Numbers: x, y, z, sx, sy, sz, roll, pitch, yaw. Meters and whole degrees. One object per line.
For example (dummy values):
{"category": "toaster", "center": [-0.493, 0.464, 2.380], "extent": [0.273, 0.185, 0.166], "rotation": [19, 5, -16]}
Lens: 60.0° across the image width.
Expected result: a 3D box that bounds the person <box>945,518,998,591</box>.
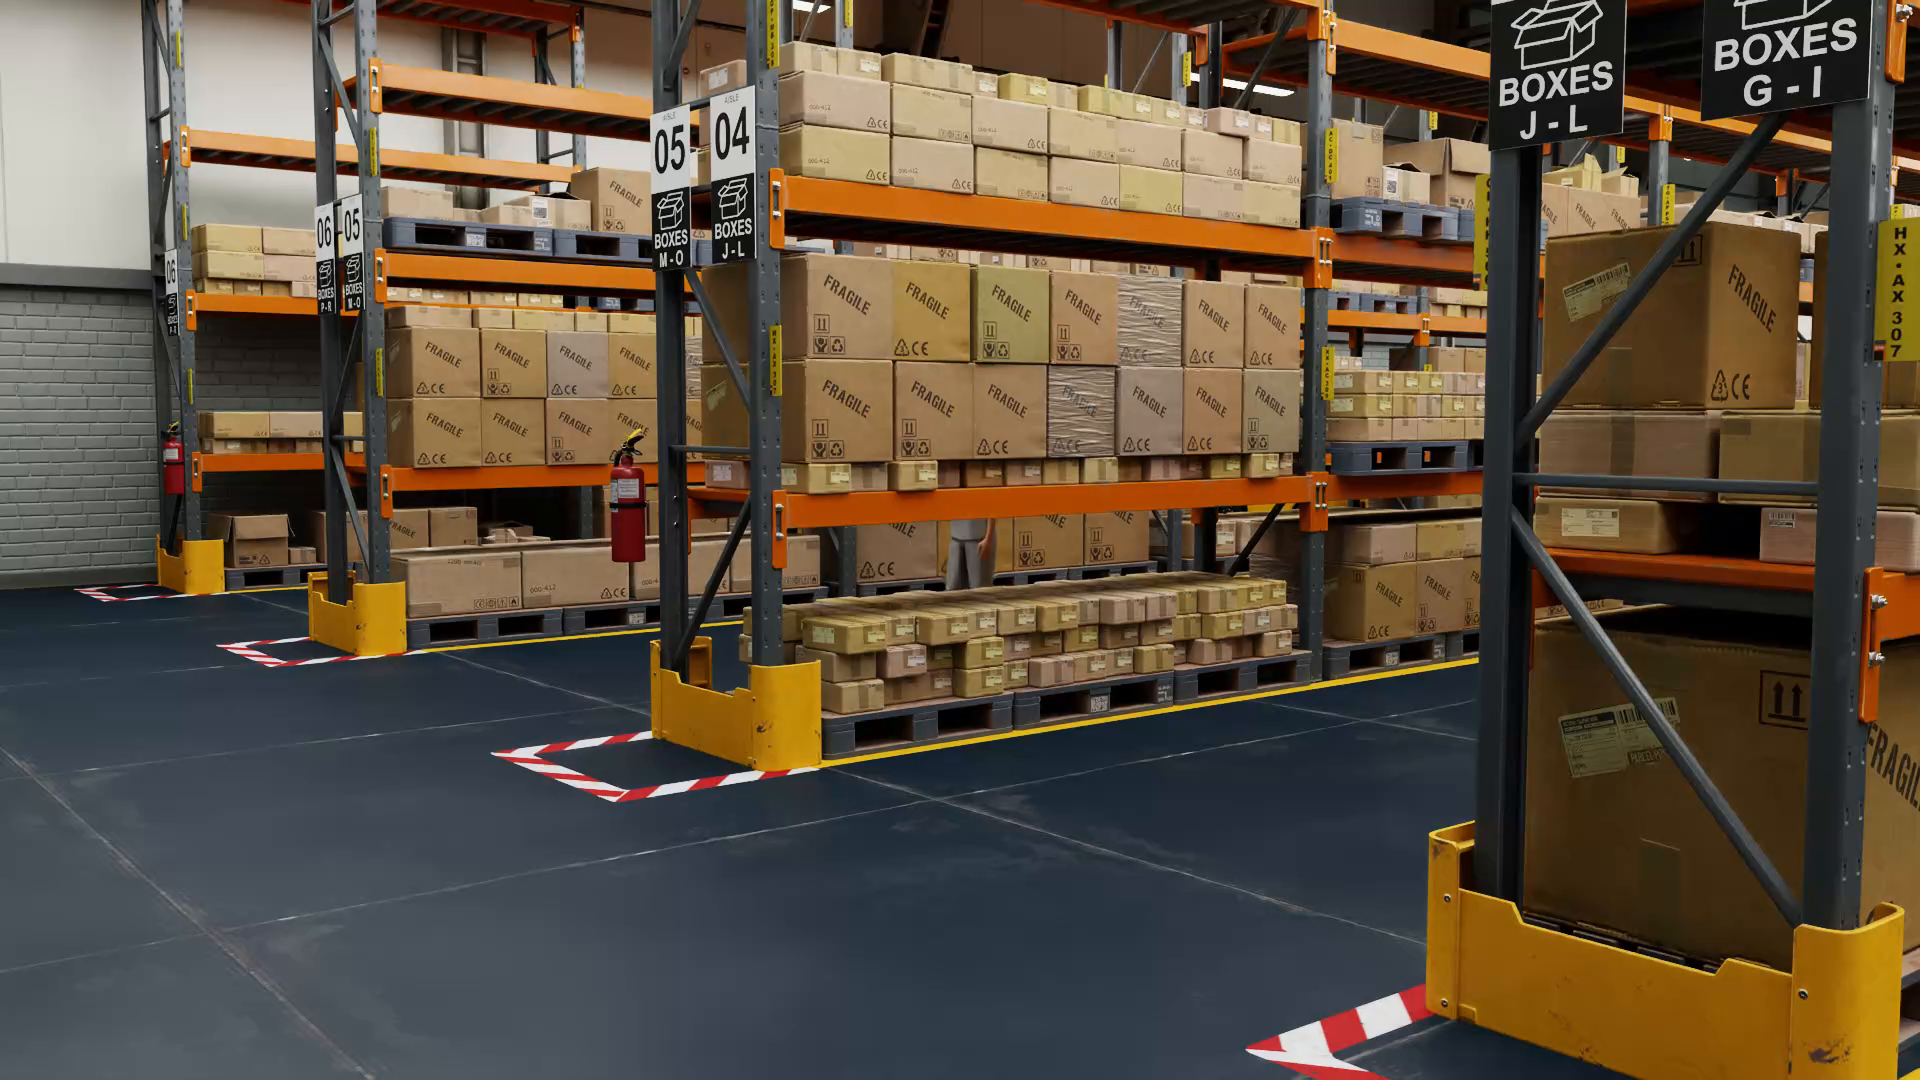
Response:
{"category": "person", "center": [0.086, 0.005, 11.182], "extent": [0.403, 1.669, 0.441], "rotation": [-3, 5, -37]}
